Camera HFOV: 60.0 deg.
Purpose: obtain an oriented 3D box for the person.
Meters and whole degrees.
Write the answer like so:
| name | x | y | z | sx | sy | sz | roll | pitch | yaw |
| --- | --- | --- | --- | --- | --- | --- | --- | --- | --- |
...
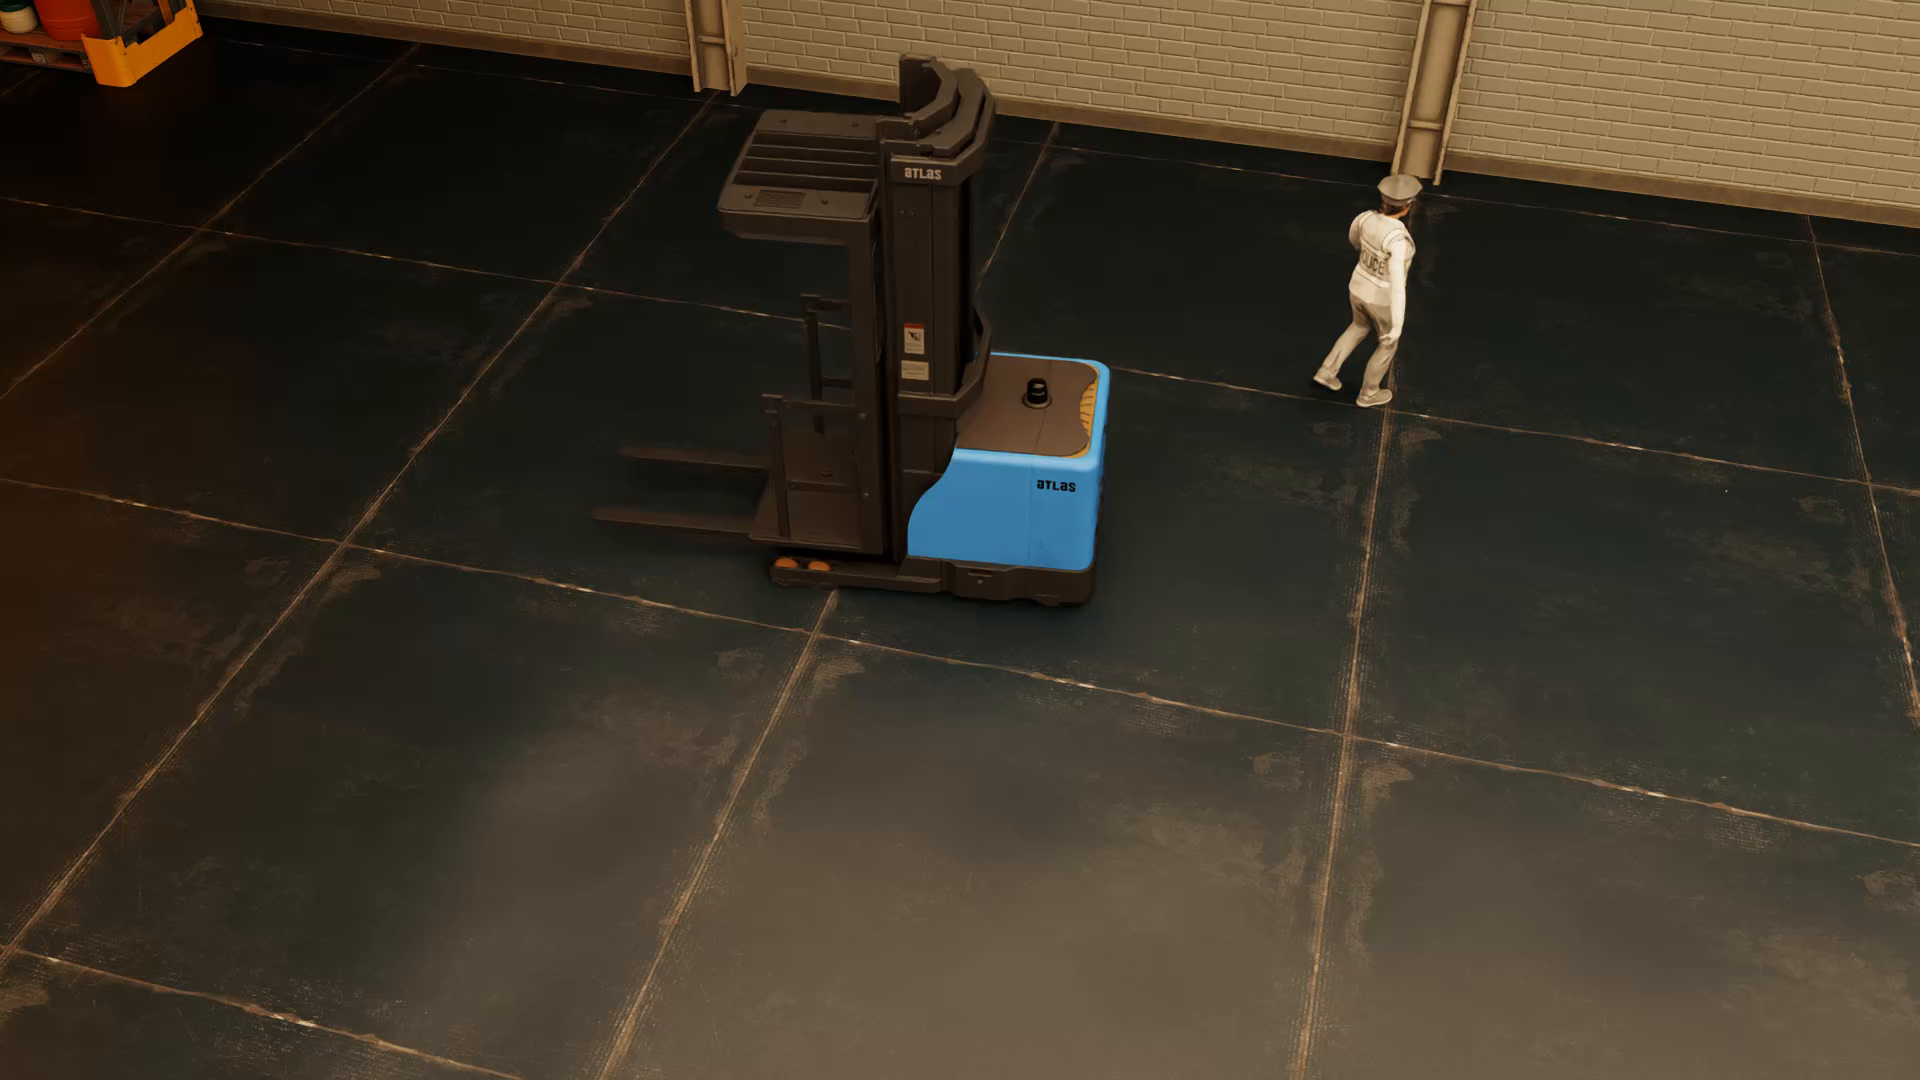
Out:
| name | x | y | z | sx | sy | sz | roll | pitch | yaw |
| --- | --- | --- | --- | --- | --- | --- | --- | --- | --- |
| person | 2.643 | -1.546 | 10.604 | 0.562 | 1.651 | 0.721 | -22 | 46 | -23 |

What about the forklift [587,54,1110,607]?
| name | x | y | z | sx | sy | sz | roll | pitch | yaw |
| --- | --- | --- | --- | --- | --- | --- | --- | --- | --- |
| forklift | -0.677 | -1.155 | 9.179 | 3.031 | 2.935 | 1.130 | 5 | 42 | 6 |
